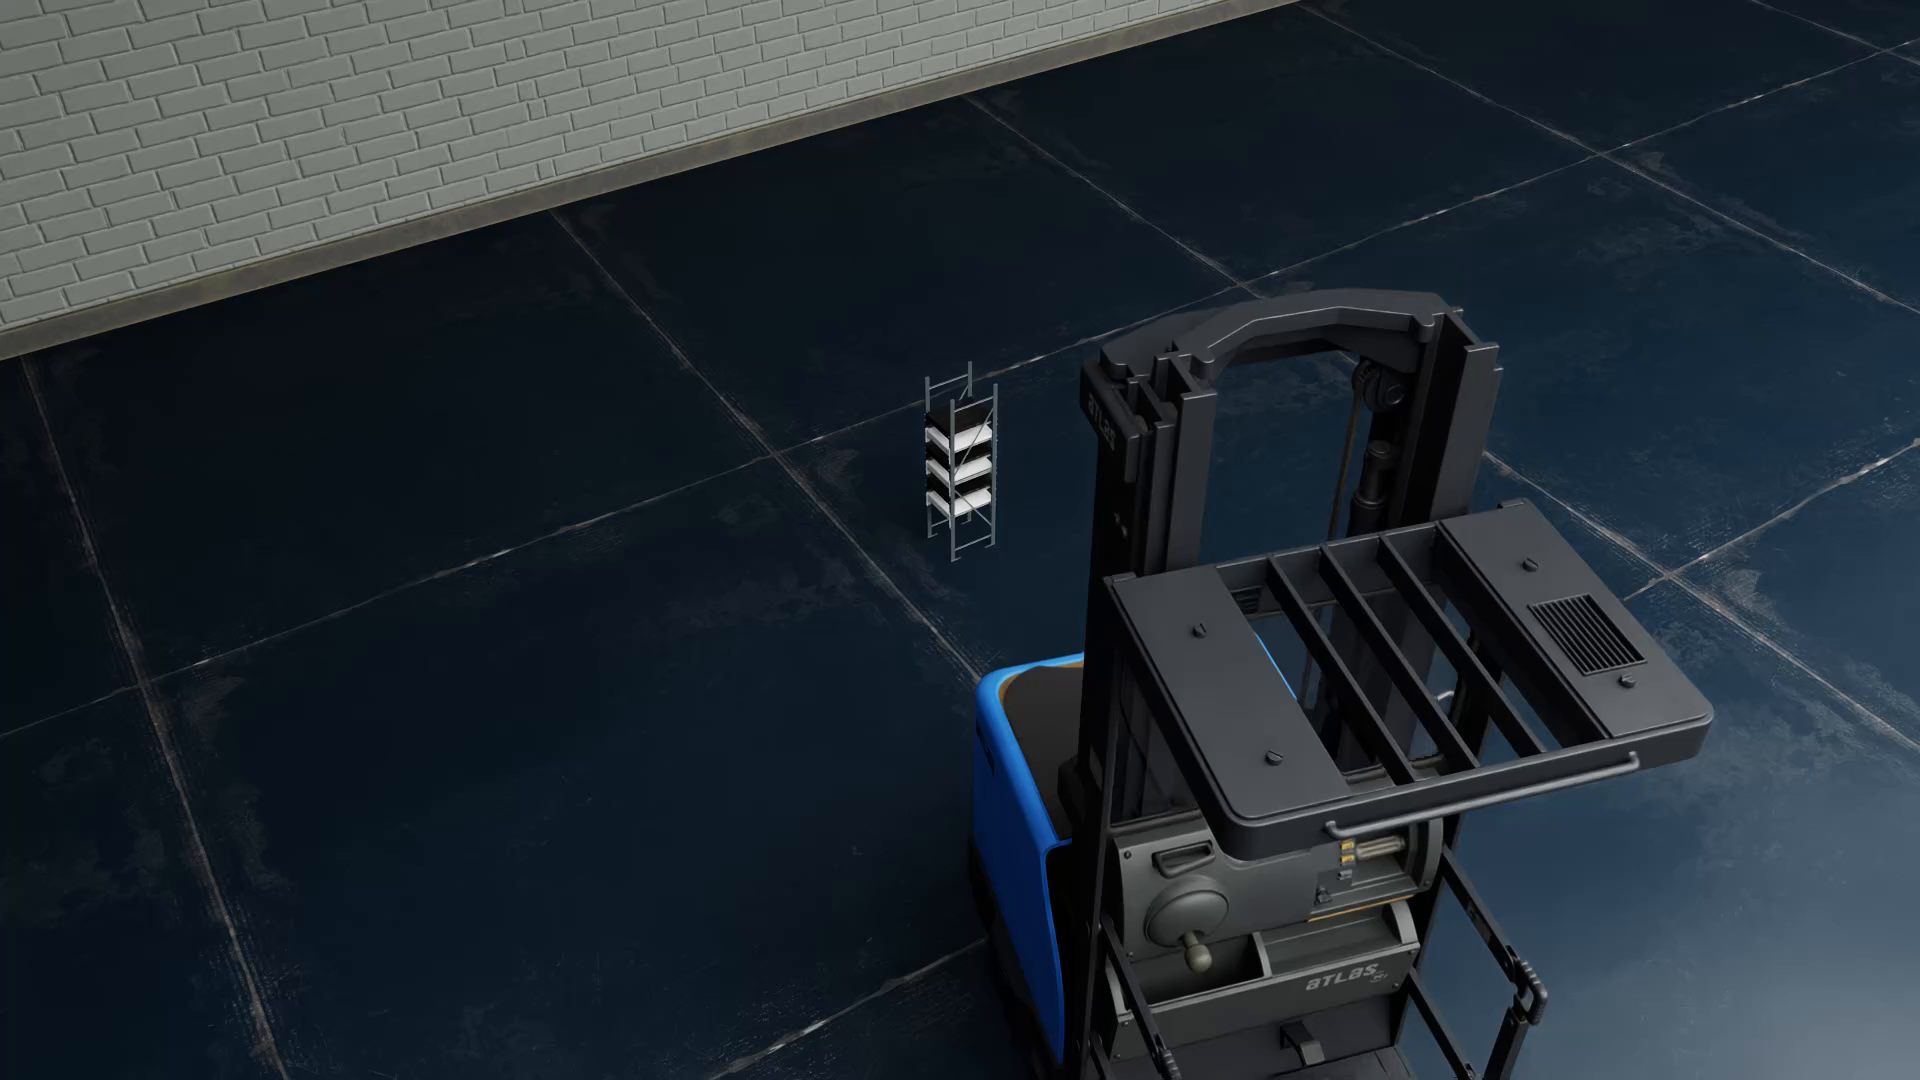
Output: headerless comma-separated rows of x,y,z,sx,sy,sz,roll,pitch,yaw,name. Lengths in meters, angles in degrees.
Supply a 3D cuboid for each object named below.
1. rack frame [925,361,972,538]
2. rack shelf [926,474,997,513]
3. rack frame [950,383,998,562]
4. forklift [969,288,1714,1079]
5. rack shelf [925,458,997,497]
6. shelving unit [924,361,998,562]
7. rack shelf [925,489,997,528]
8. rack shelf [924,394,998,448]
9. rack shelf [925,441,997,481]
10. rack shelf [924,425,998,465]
-0.050,-0.396,7.523,0.240,0.900,0.006,-22,45,-24,rack frame
0.004,-0.247,7.536,0.258,0.077,0.200,-22,45,-24,rack shelf
0.059,-0.286,7.391,0.240,0.900,0.006,-22,45,-24,rack frame
0.925,0.967,4.301,1.130,2.935,3.031,-10,41,-12,forklift
0.004,-0.316,7.478,0.258,0.077,0.200,-22,45,-24,rack shelf
0.004,-0.341,7.457,0.258,0.900,0.210,-22,45,-24,shelving unit
0.004,-0.177,7.593,0.258,0.077,0.200,-22,45,-24,rack shelf
0.004,-0.523,7.305,0.258,0.077,0.200,-22,45,-24,rack shelf
0.004,-0.385,7.420,0.258,0.077,0.200,-22,45,-24,rack shelf
0.004,-0.454,7.363,0.258,0.077,0.200,-22,45,-24,rack shelf
